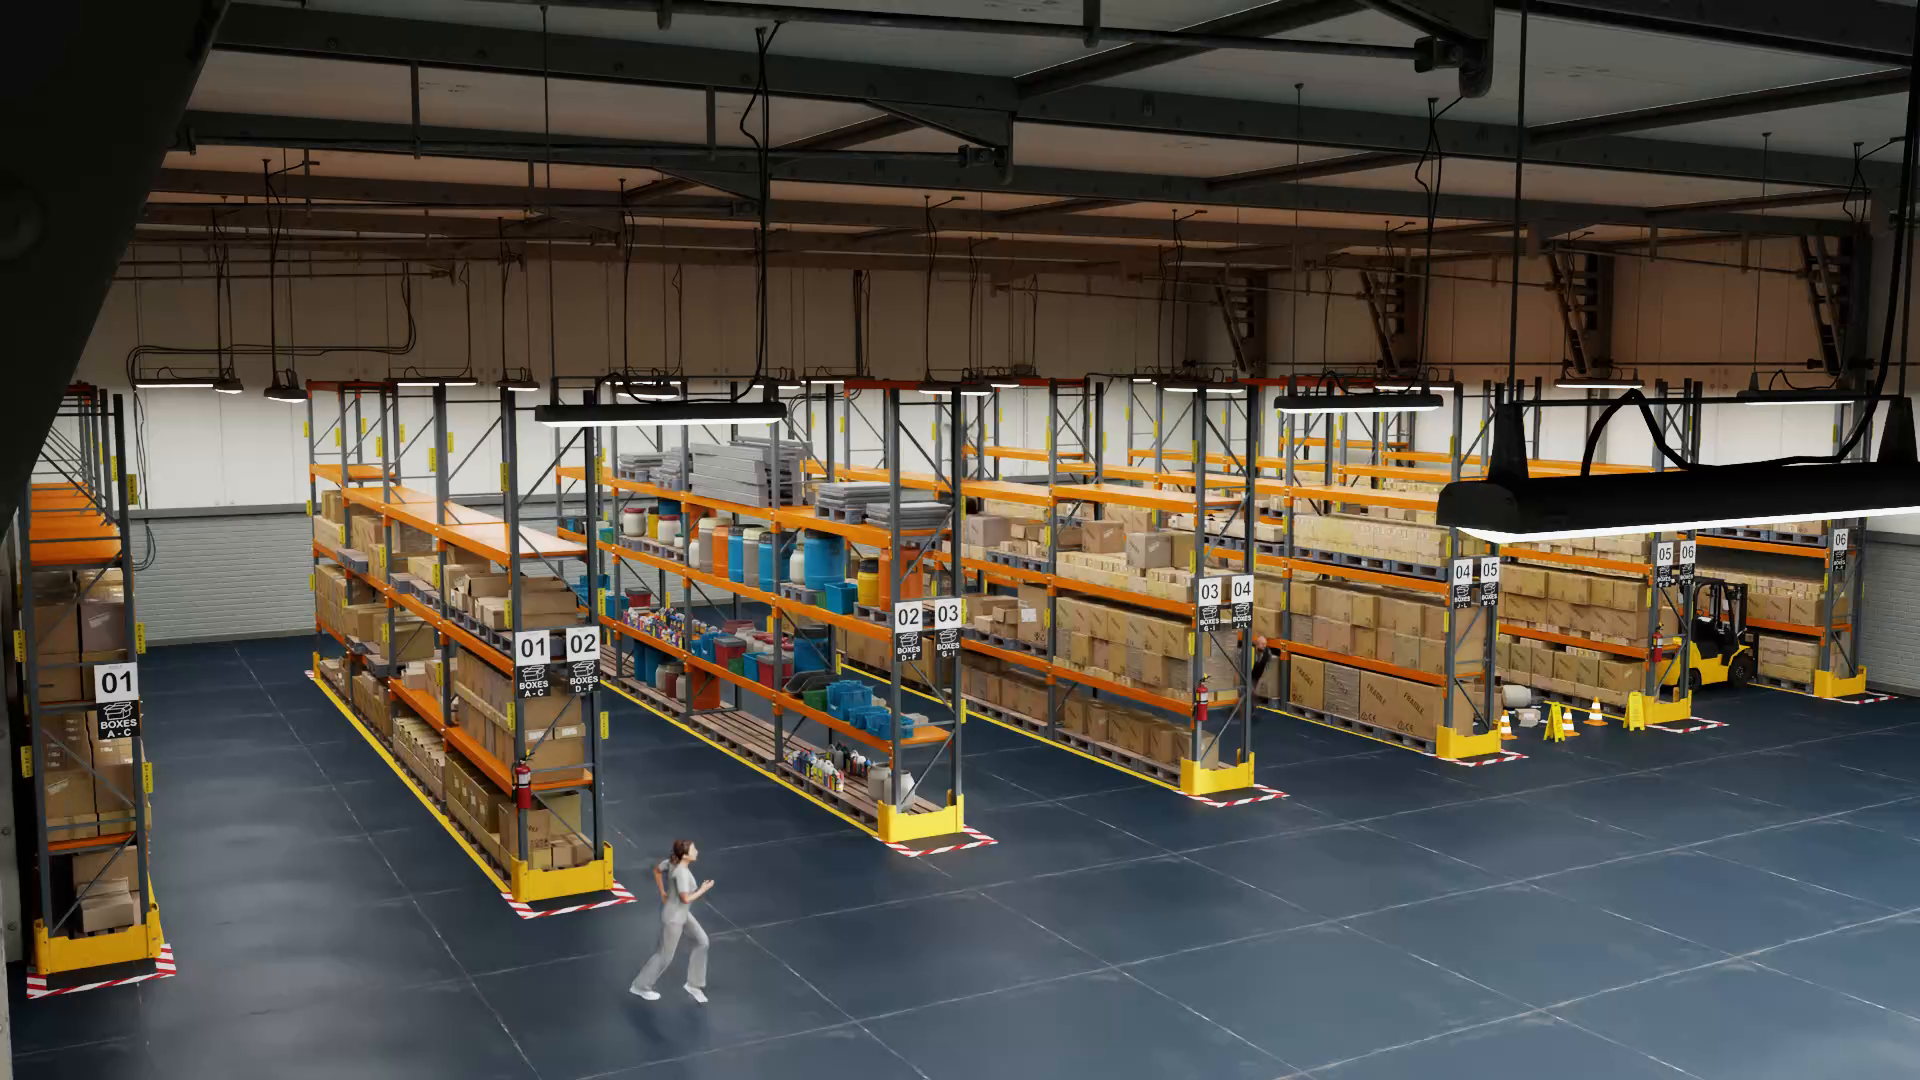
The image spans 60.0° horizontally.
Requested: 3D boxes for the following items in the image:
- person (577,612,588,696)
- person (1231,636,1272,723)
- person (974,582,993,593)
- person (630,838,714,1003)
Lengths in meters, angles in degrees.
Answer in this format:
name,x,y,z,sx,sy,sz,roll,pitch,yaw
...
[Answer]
name,x,y,z,sx,sy,sz,roll,pitch,yaw
person,-7.156,2.163,31.423,0.558,1.639,0.656,-4,7,-33
person,5.156,2.433,29.619,0.663,1.572,1.039,-2,6,-19
person,0.656,1.024,41.939,0.589,1.728,0.774,0,6,-2
person,-2.839,3.781,16.369,0.841,1.720,0.548,-1,6,-7
